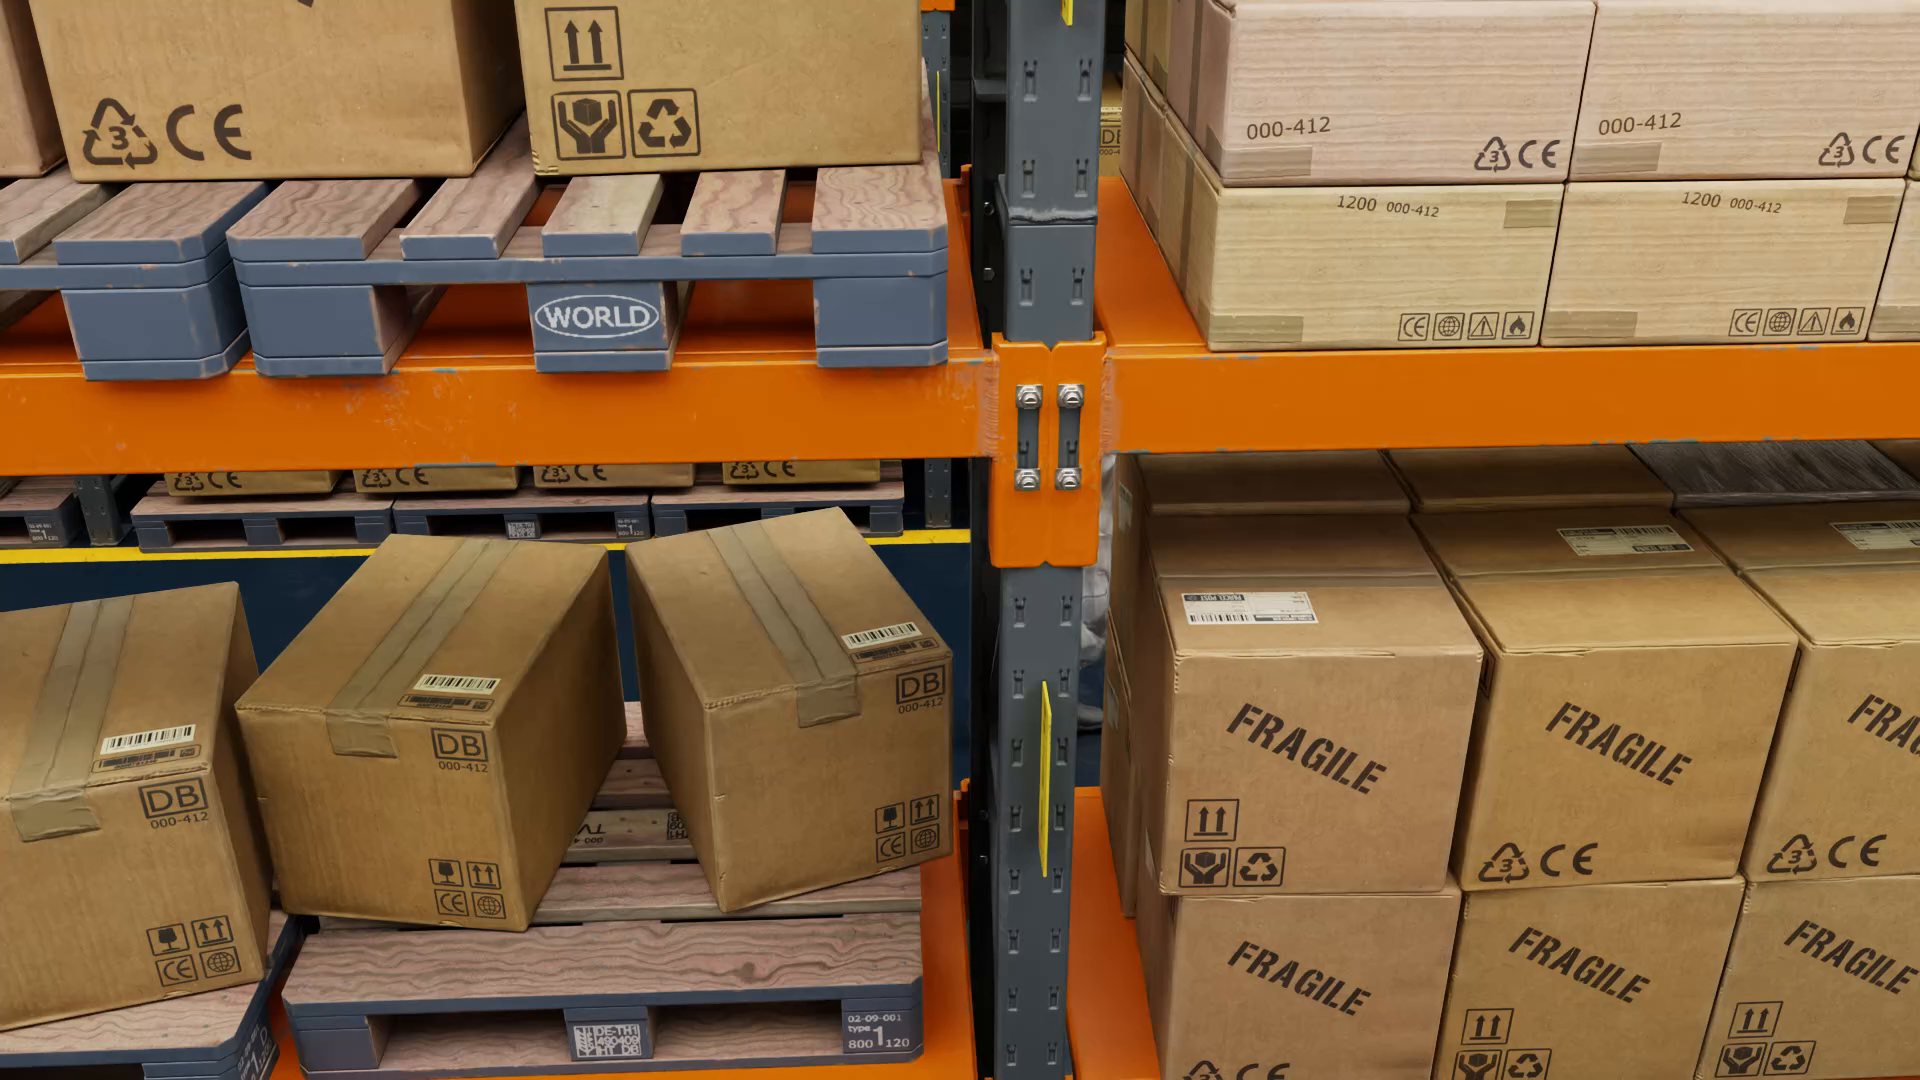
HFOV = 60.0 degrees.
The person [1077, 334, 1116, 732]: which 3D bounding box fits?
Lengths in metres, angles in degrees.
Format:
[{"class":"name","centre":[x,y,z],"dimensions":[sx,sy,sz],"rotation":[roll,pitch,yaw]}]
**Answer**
[{"class":"person","centre":[0.445,-0.058,6.186],"dimensions":[0.538,1.780,0.587],"rotation":[7,28,12]}]
